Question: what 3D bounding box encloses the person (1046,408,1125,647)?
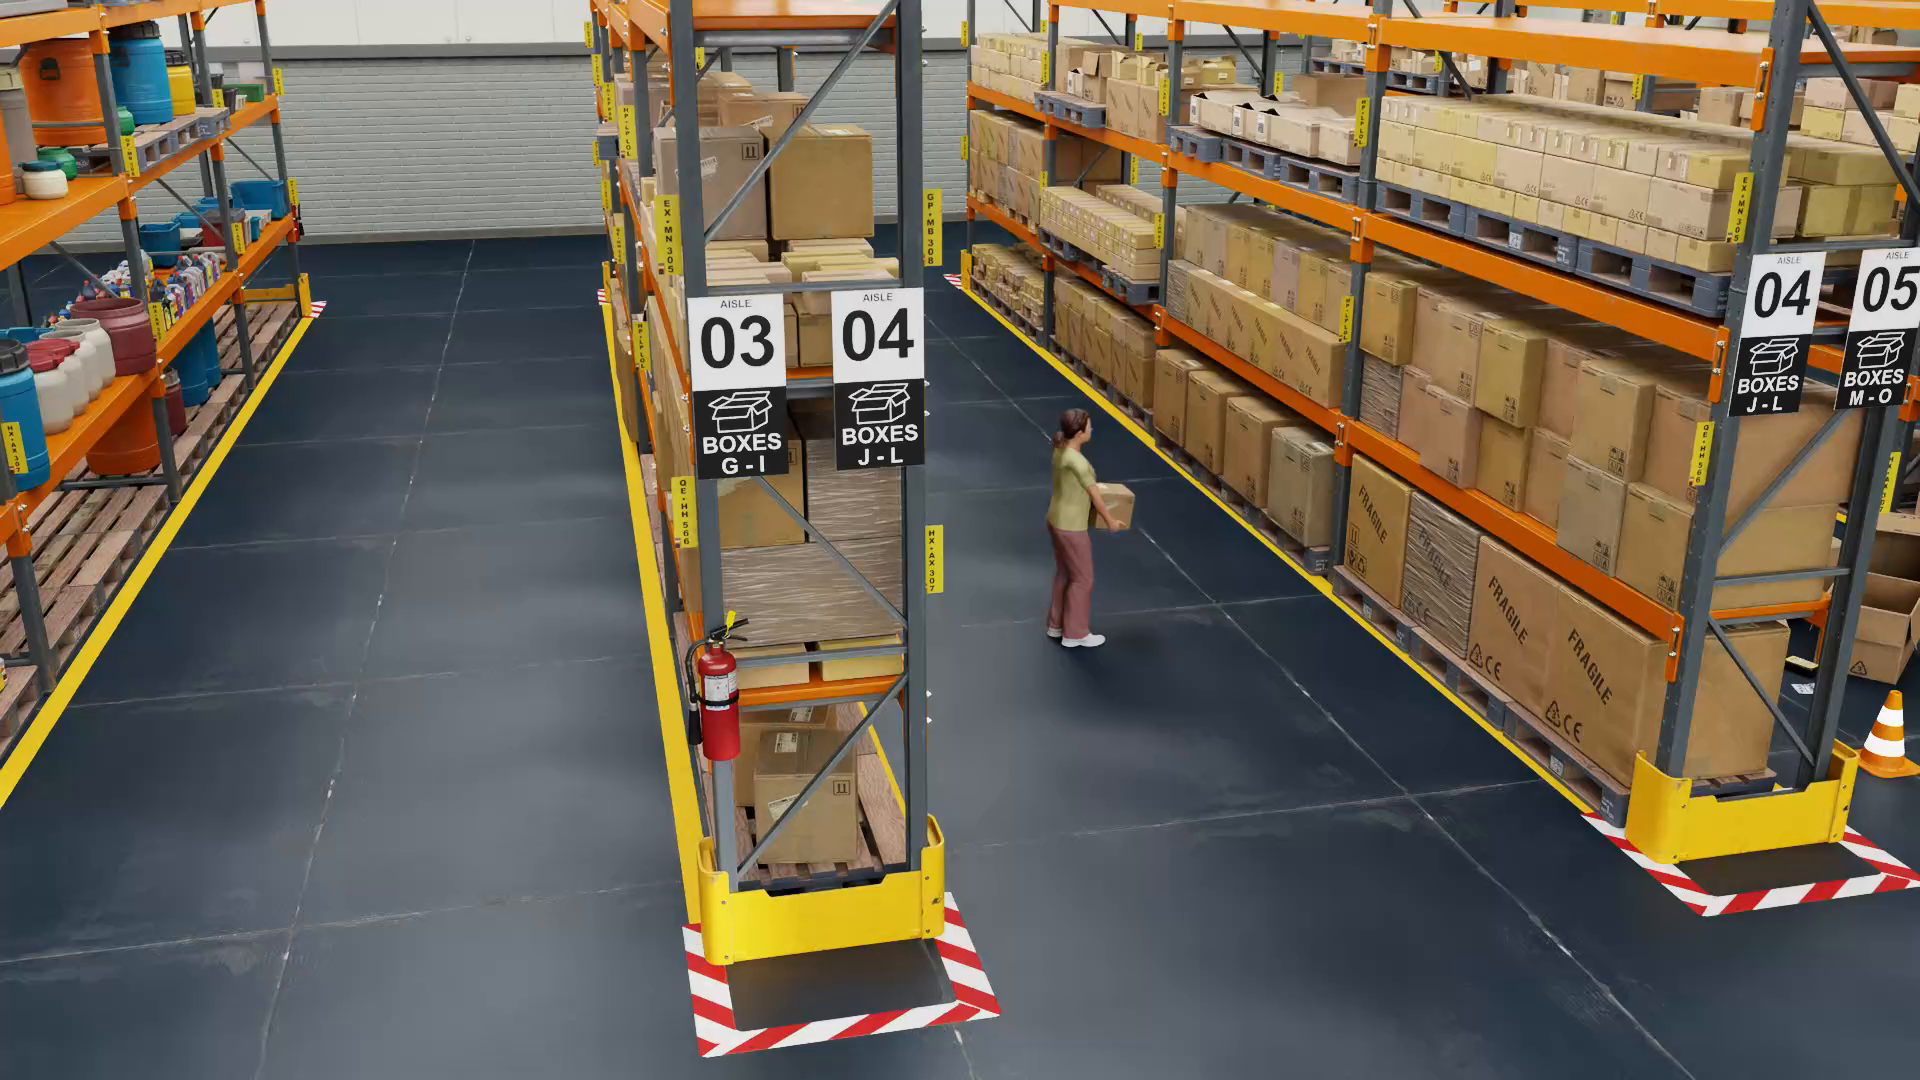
[{"bbox_3d":[0.845,-0.093,11.353,0.503,1.668,0.407,-5,20,-13],"label":"person"}]
